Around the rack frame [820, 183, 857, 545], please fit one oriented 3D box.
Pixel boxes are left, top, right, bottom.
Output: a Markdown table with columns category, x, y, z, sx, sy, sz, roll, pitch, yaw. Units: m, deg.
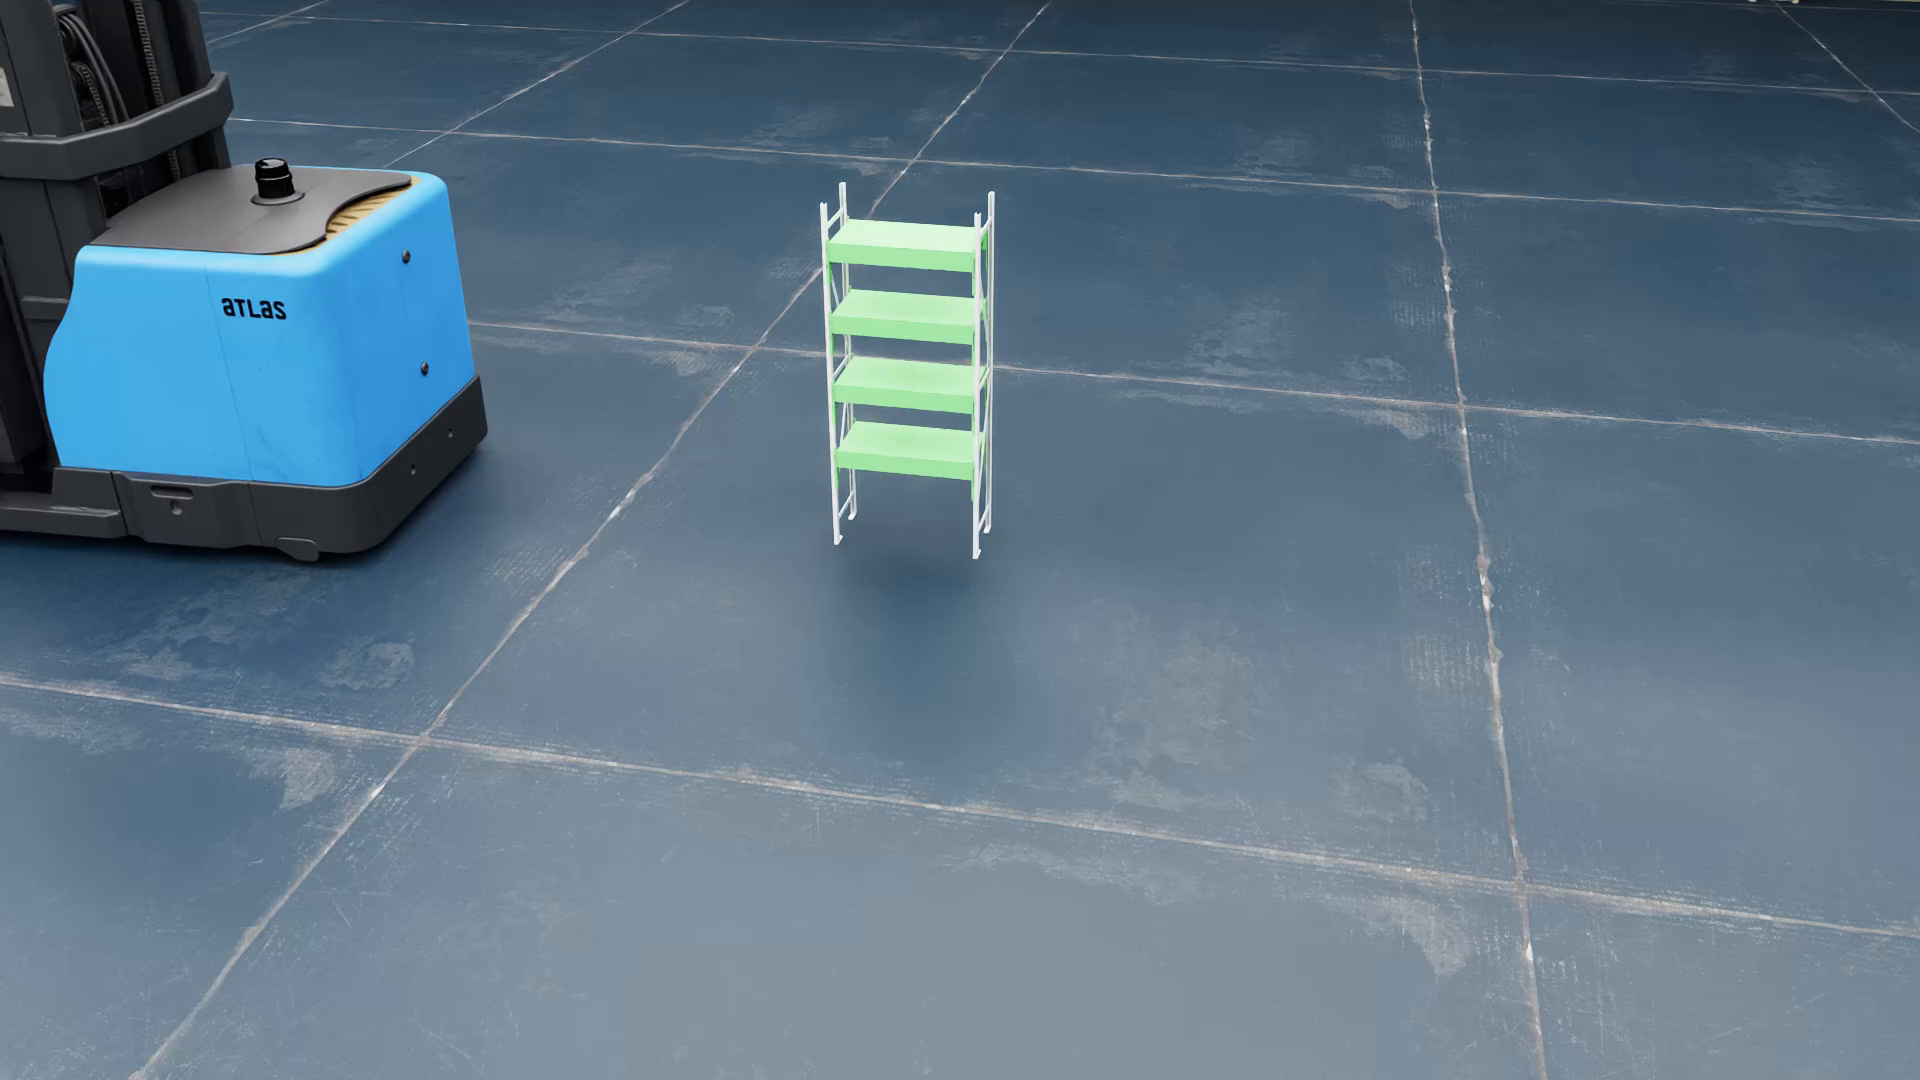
| category | x | y | z | sx | sy | sz | roll | pitch | yaw |
| --- | --- | --- | --- | --- | --- | --- | --- | --- | --- |
| rack frame | -0.401 | -0.567 | 5.537 | 0.015 | 1.200 | 0.240 | 6 | 29 | 11 |

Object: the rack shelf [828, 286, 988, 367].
| category | x | y | z | sx | sy | sz | roll | pitch | yaw |
| --- | --- | --- | --- | --- | --- | --- | --- | --- | --- |
| rack shelf | -0.162 | -0.697 | 5.408 | 0.480 | 0.148 | 0.258 | 6 | 29 | 11 |

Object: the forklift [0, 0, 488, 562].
| category | x | y | z | sx | sy | sz | roll | pitch | yaw |
| --- | --- | --- | --- | --- | --- | --- | --- | --- | --- |
| forklift | -3.365 | -1.537 | 5.505 | 3.031 | 2.935 | 1.130 | 5 | 29 | 8 |

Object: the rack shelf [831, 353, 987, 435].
| category | x | y | z | sx | sy | sz | roll | pitch | yaw |
| --- | --- | --- | --- | --- | --- | --- | --- | --- | --- |
| rack shelf | -0.162 | -0.487 | 5.523 | 0.480 | 0.148 | 0.258 | 6 | 29 | 11 |

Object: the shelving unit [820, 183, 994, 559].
| category | x | y | z | sx | sy | sz | roll | pitch | yaw |
| --- | --- | --- | --- | --- | --- | --- | --- | --- | --- |
| shelving unit | -0.162 | -0.543 | 5.492 | 0.503 | 1.200 | 0.258 | 6 | 29 | 11 |

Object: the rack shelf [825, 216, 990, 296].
| category | x | y | z | sx | sy | sz | roll | pitch | yaw |
| --- | --- | --- | --- | --- | --- | --- | --- | --- | --- |
| rack shelf | -0.162 | -0.908 | 5.292 | 0.480 | 0.148 | 0.258 | 6 | 29 | 11 |

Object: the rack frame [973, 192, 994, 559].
| category | x | y | z | sx | sy | sz | roll | pitch | yaw |
| --- | --- | --- | --- | --- | --- | --- | --- | --- | --- |
| rack frame | 0.077 | -0.518 | 5.448 | 0.015 | 1.200 | 0.240 | 6 | 29 | 11 |

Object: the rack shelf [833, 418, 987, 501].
| category | x | y | z | sx | sy | sz | roll | pitch | yaw |
| --- | --- | --- | --- | --- | --- | --- | --- | --- | --- |
| rack shelf | -0.162 | -0.276 | 5.638 | 0.480 | 0.148 | 0.258 | 6 | 29 | 11 |
